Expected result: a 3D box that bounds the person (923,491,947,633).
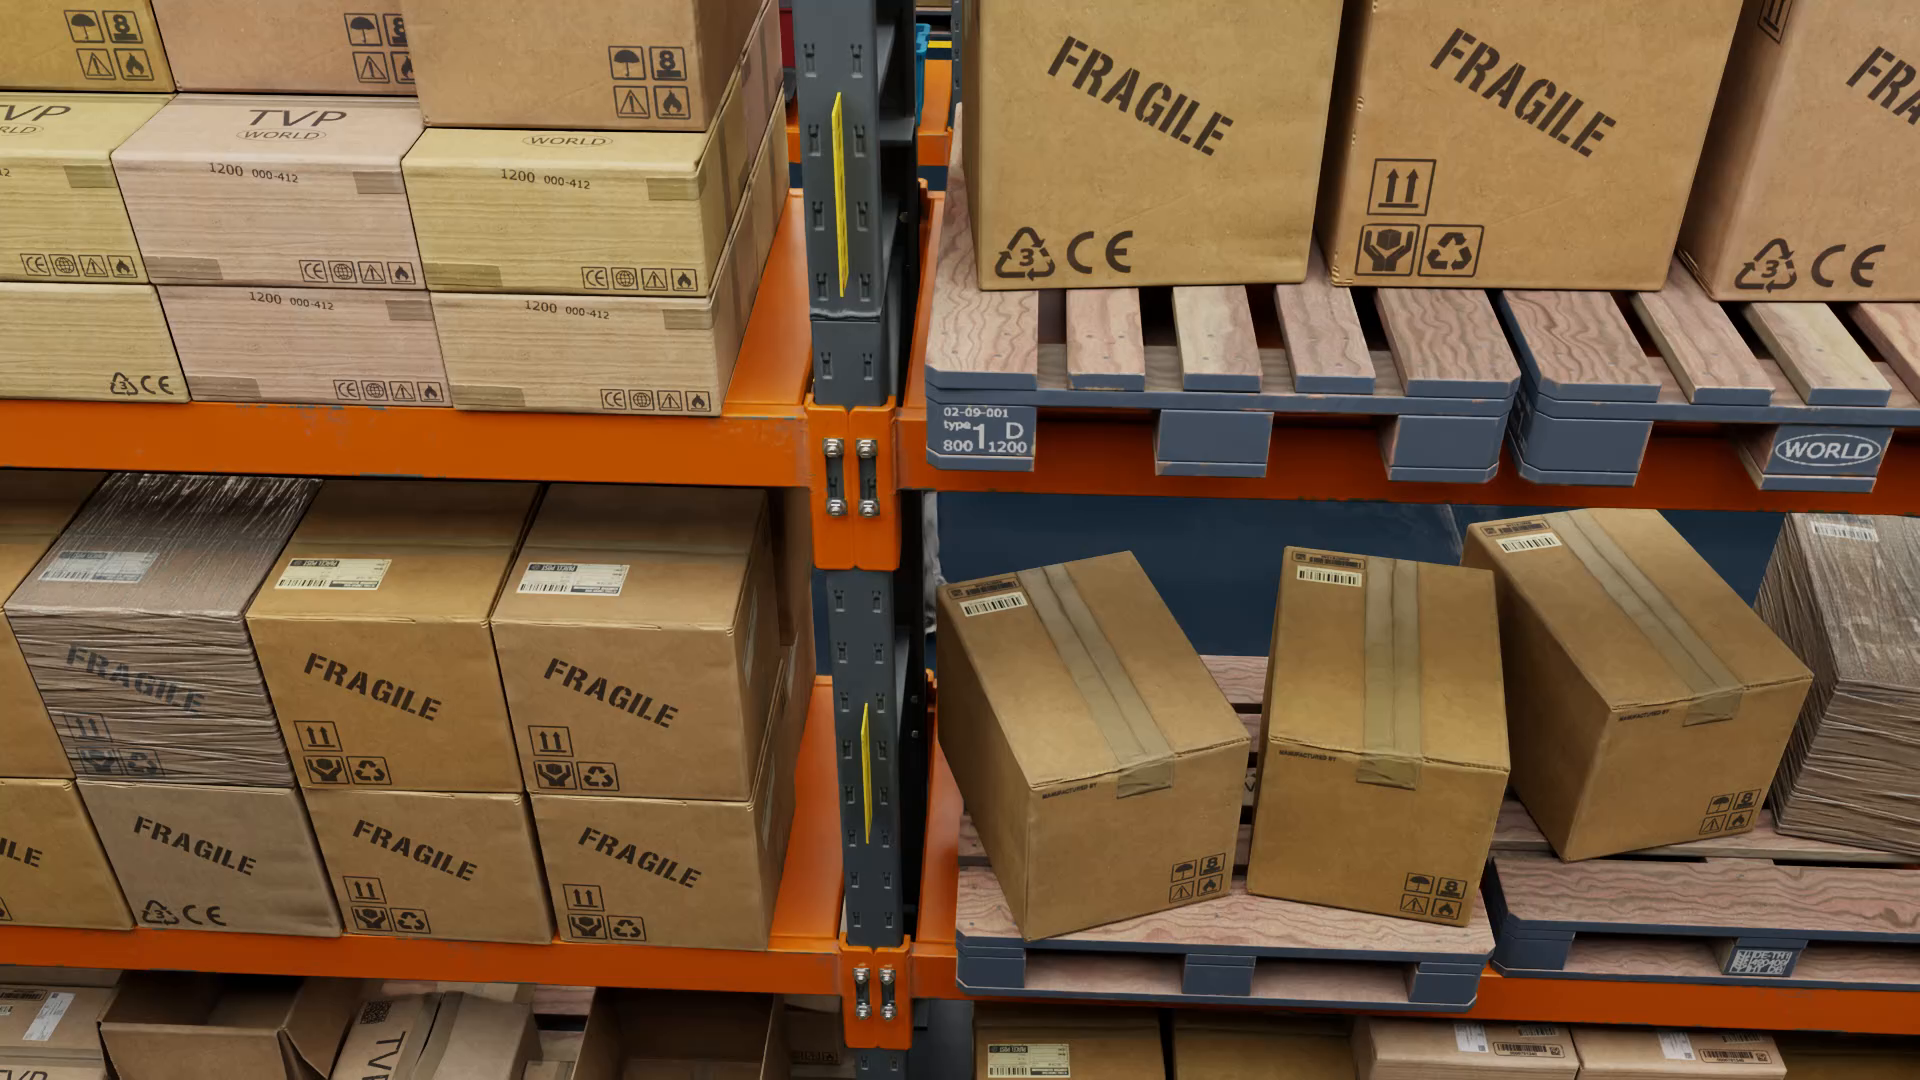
[{"bbox_3d":[-0.199,-0.341,6.606,0.423,1.595,0.459,-16,39,-21],"label":"person"}]
